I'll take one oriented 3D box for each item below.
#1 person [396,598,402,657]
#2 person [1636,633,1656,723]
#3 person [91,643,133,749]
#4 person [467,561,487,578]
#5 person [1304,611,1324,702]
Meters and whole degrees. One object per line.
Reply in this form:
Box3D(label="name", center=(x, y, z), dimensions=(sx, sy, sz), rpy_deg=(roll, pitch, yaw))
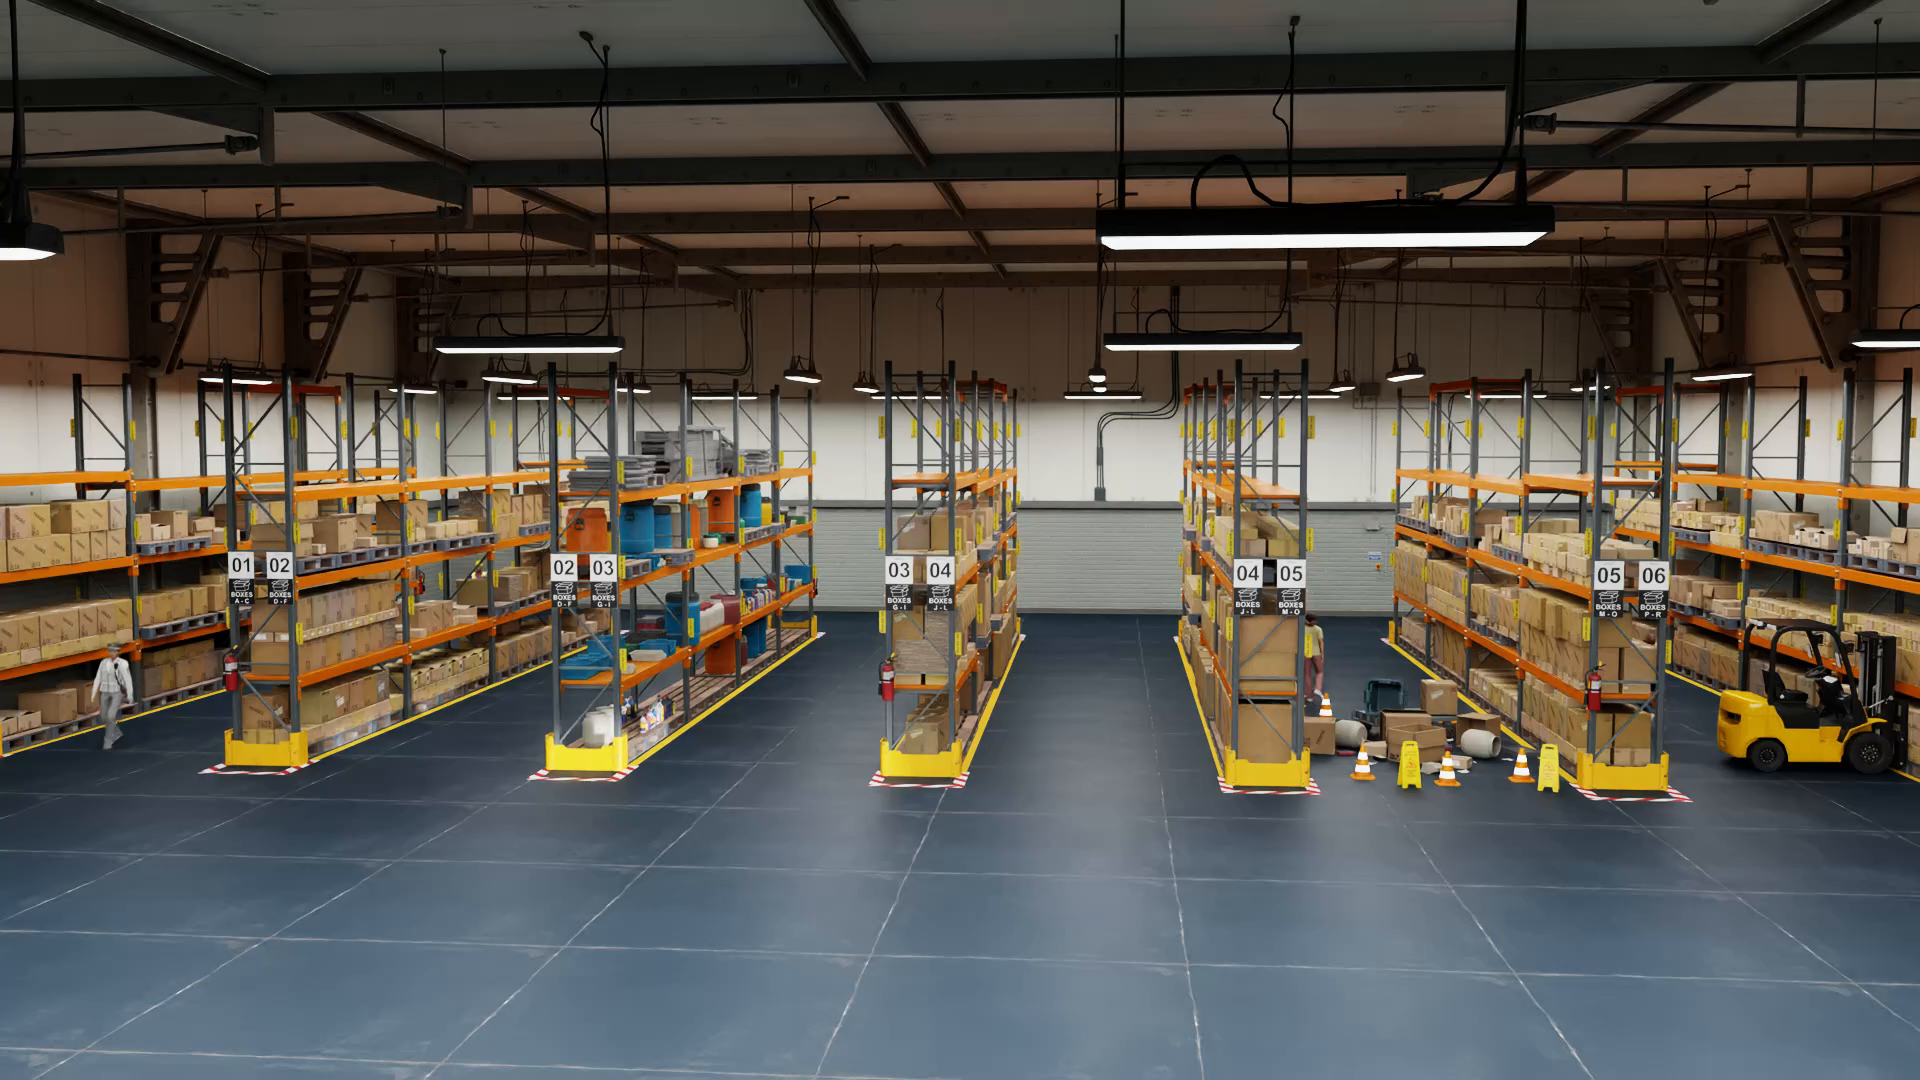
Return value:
Box3D(label="person", center=(-11.414, 1.966, 34.211), dimensions=(0.548, 1.578, 0.748), rpy_deg=(1, 4, 15))
Box3D(label="person", center=(11.571, 2.362, 27.928), dimensions=(0.473, 1.603, 0.518), rpy_deg=(-1, 4, -15))
Box3D(label="person", center=(-13.451, 2.468, 26.430), dimensions=(0.560, 1.711, 0.626), rpy_deg=(0, 4, 1))
Box3D(label="person", center=(-12.164, 1.386, 41.921), dimensions=(0.573, 1.711, 1.093), rpy_deg=(0, 4, 2))
Box3D(label="person", center=(6.494, 2.165, 30.669), dimensions=(0.506, 1.652, 0.511), rpy_deg=(0, 4, 6))
